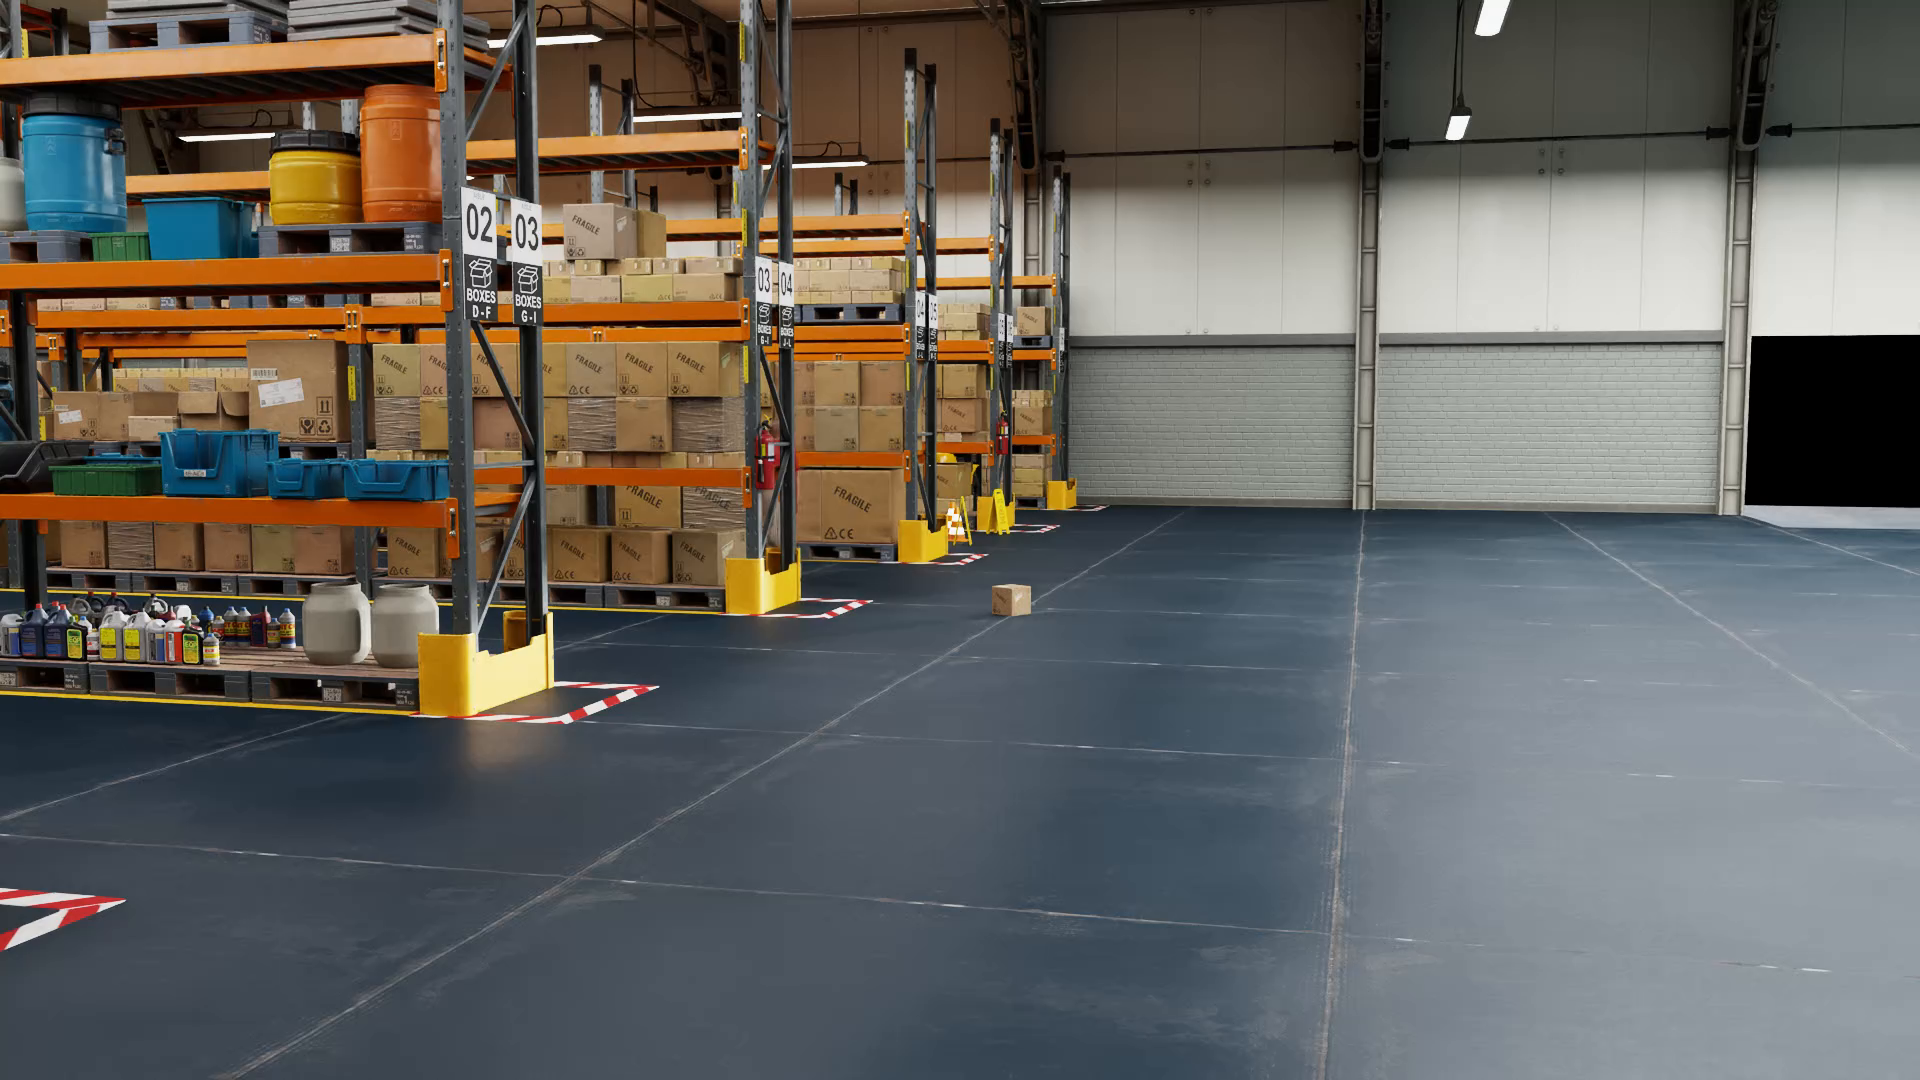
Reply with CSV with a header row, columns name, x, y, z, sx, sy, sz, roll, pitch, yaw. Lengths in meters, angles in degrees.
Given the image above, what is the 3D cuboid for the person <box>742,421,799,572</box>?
name,x,y,z,sx,sy,sz,roll,pitch,yaw
person,-2.062,-0.458,18.092,0.532,1.673,1.014,-4,6,-42
